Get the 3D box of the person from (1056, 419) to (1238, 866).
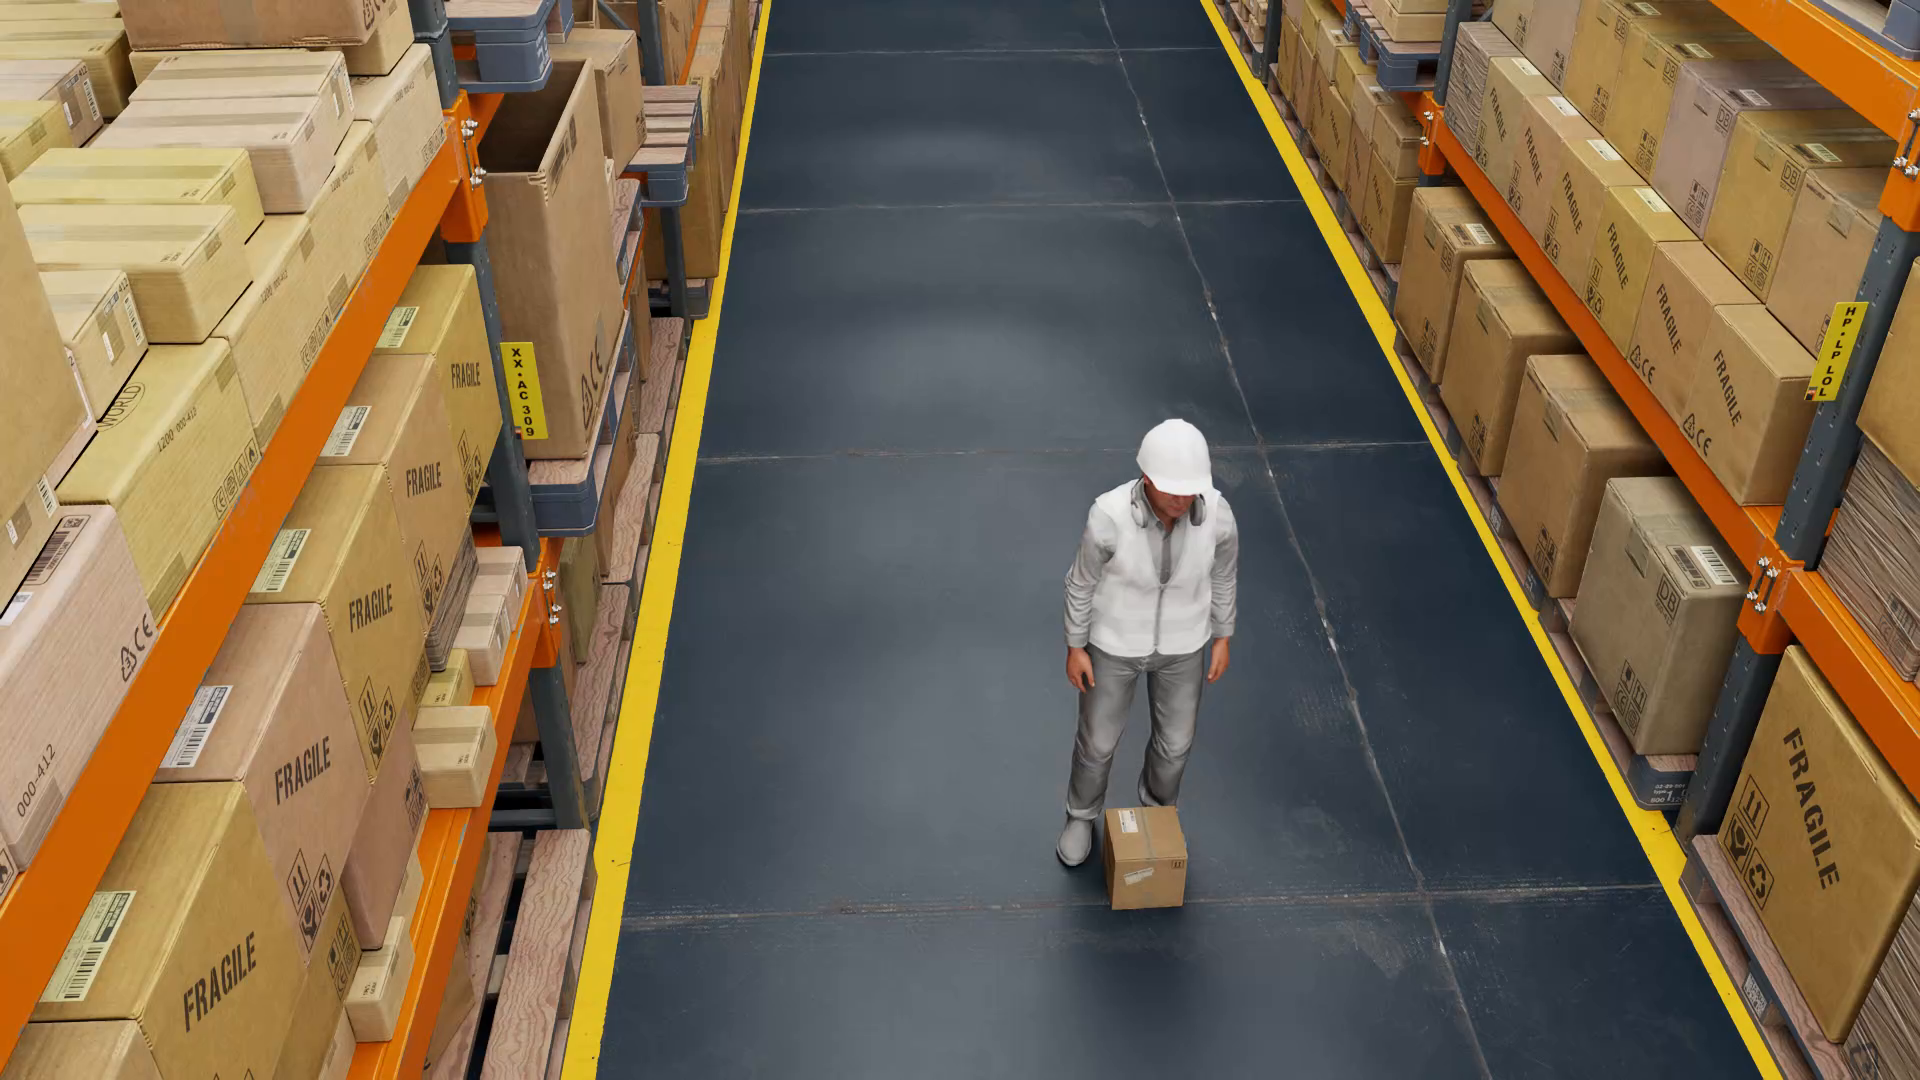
[{"bbox_3d":[0.636,0.345,5.629,0.594,1.772,0.459,-3,35,-5],"label":"person"}]
